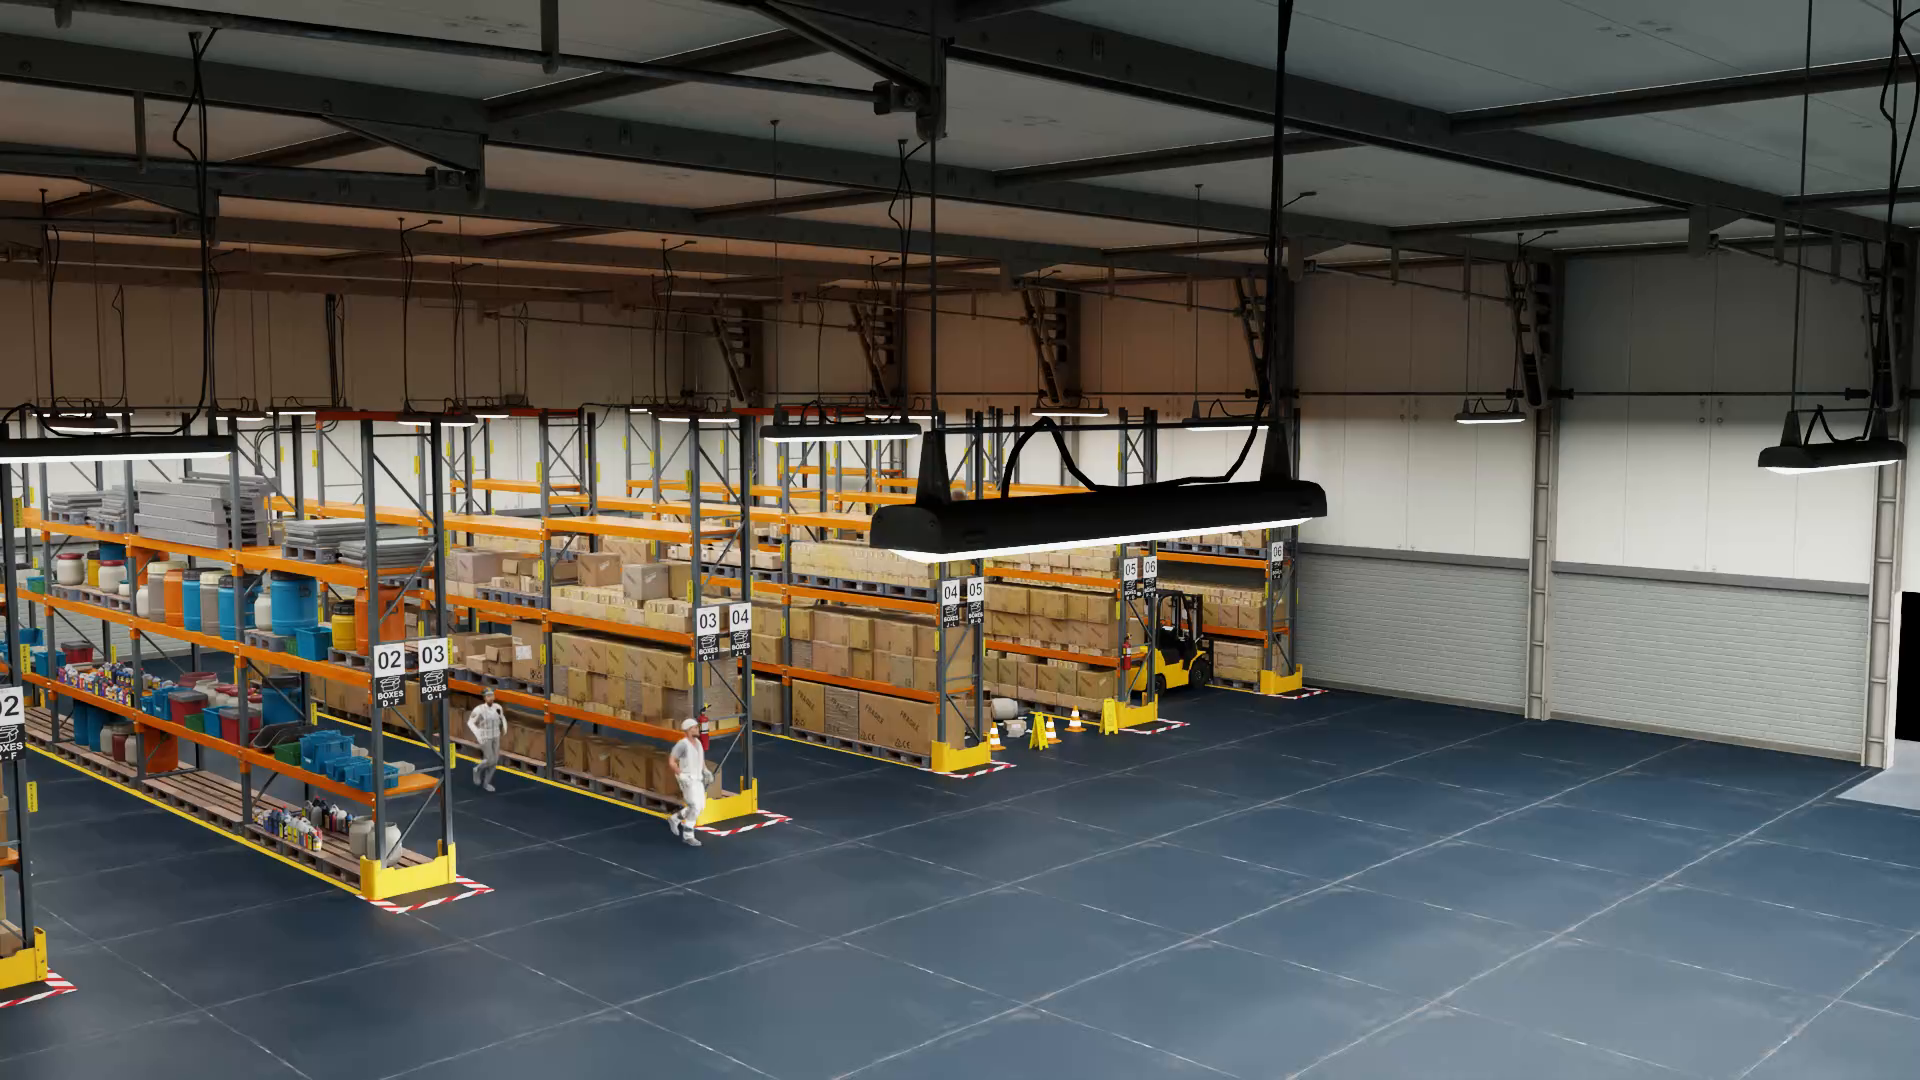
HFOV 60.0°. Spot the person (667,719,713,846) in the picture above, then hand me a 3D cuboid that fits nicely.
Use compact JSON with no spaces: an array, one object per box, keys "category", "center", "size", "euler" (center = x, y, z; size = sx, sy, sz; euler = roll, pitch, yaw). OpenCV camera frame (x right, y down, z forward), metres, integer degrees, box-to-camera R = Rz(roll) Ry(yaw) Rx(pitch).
[{"category":"person","center":[-3.845,3.393,23.475],"size":[0.602,1.743,0.715],"euler":[2,6,23]}]

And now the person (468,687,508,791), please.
[{"category":"person","center":[-7.475,3.163,26.498],"size":[0.605,1.669,0.557],"euler":[-5,7,-44]}]

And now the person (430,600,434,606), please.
[{"category":"person","center":[-11.880,2.197,37.104],"size":[0.592,1.722,0.763],"euler":[5,7,44]}]
